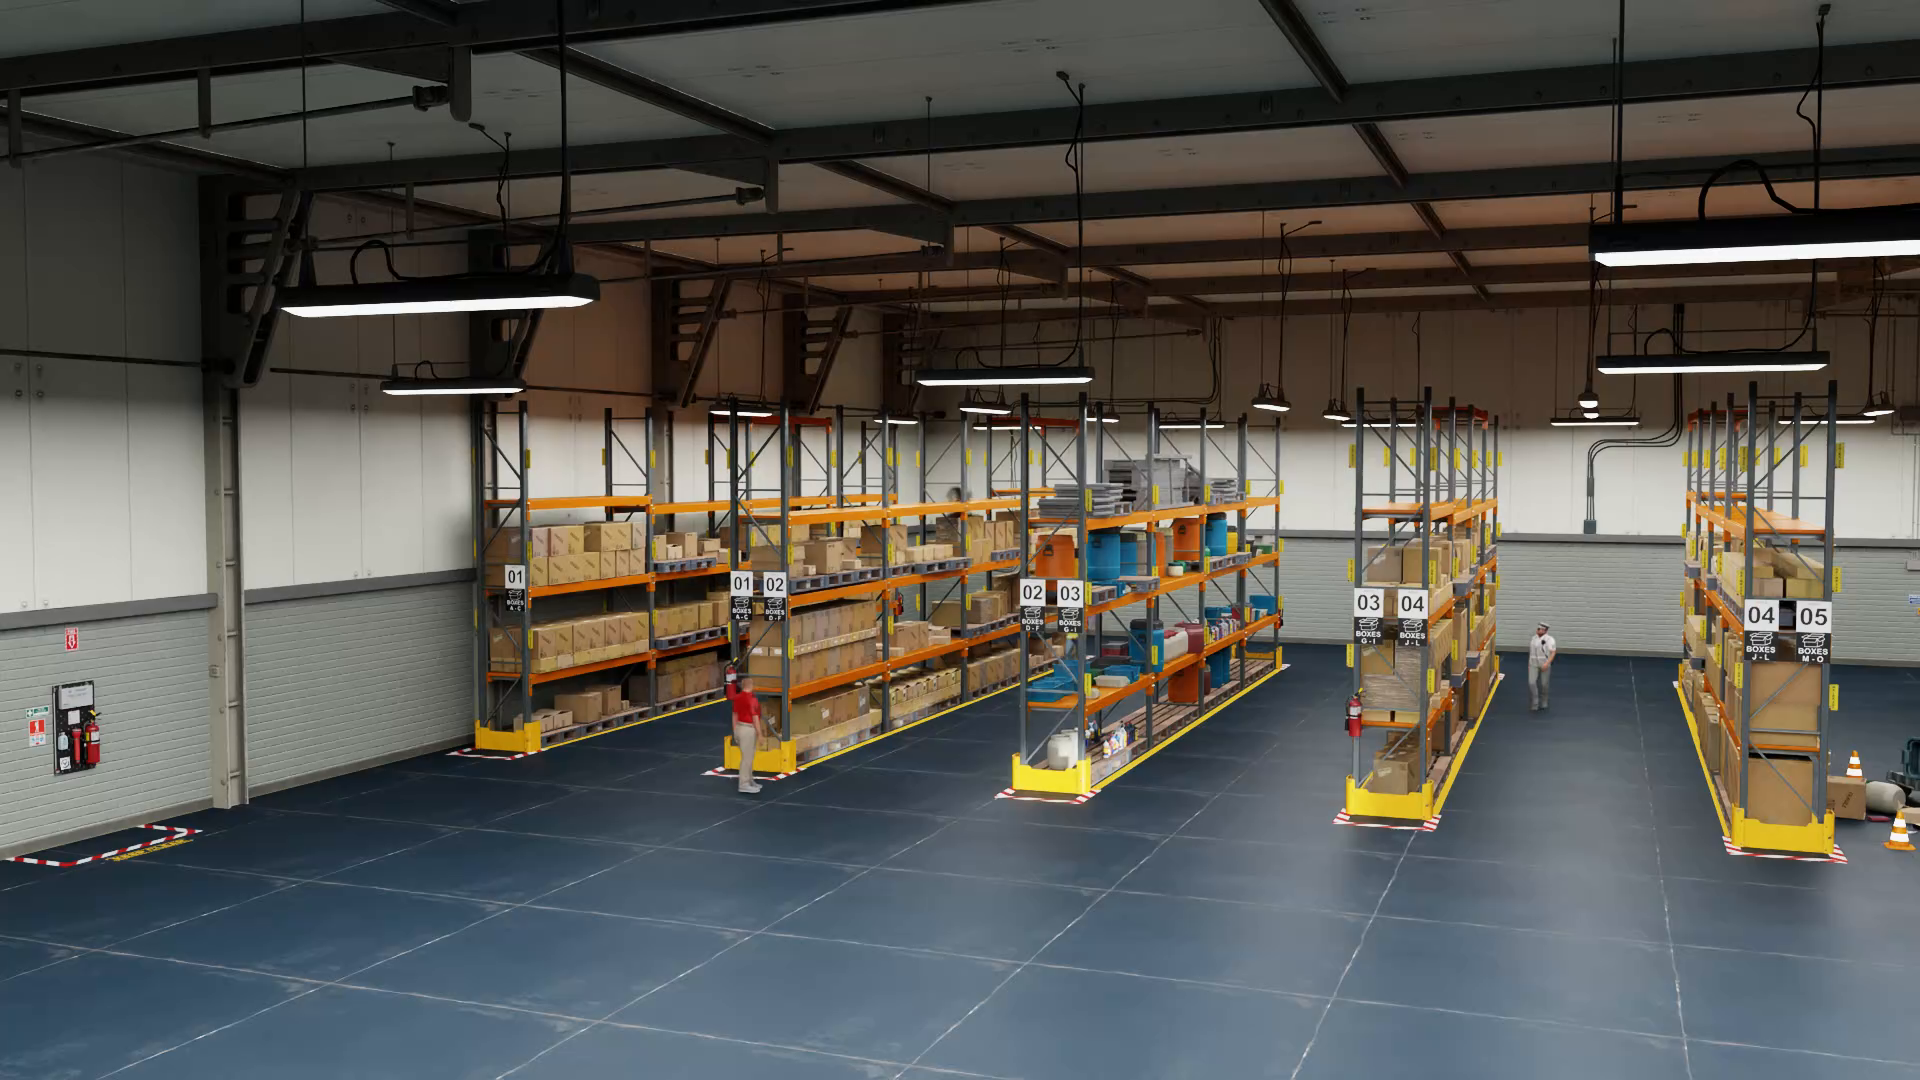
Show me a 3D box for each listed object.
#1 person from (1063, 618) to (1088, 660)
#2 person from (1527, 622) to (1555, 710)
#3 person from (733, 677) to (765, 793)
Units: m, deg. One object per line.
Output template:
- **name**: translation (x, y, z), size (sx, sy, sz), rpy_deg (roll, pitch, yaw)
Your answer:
- **person**: translation (2.636, 2.295, 38.292), size (0.633, 1.766, 0.953), rpy_deg (1, 3, 21)
- **person**: translation (11.606, 2.556, 33.253), size (0.565, 1.839, 0.674), rpy_deg (1, 3, 26)
- **person**: translation (-3.133, 2.936, 25.074), size (0.506, 1.748, 0.600), rpy_deg (-1, 3, -27)
